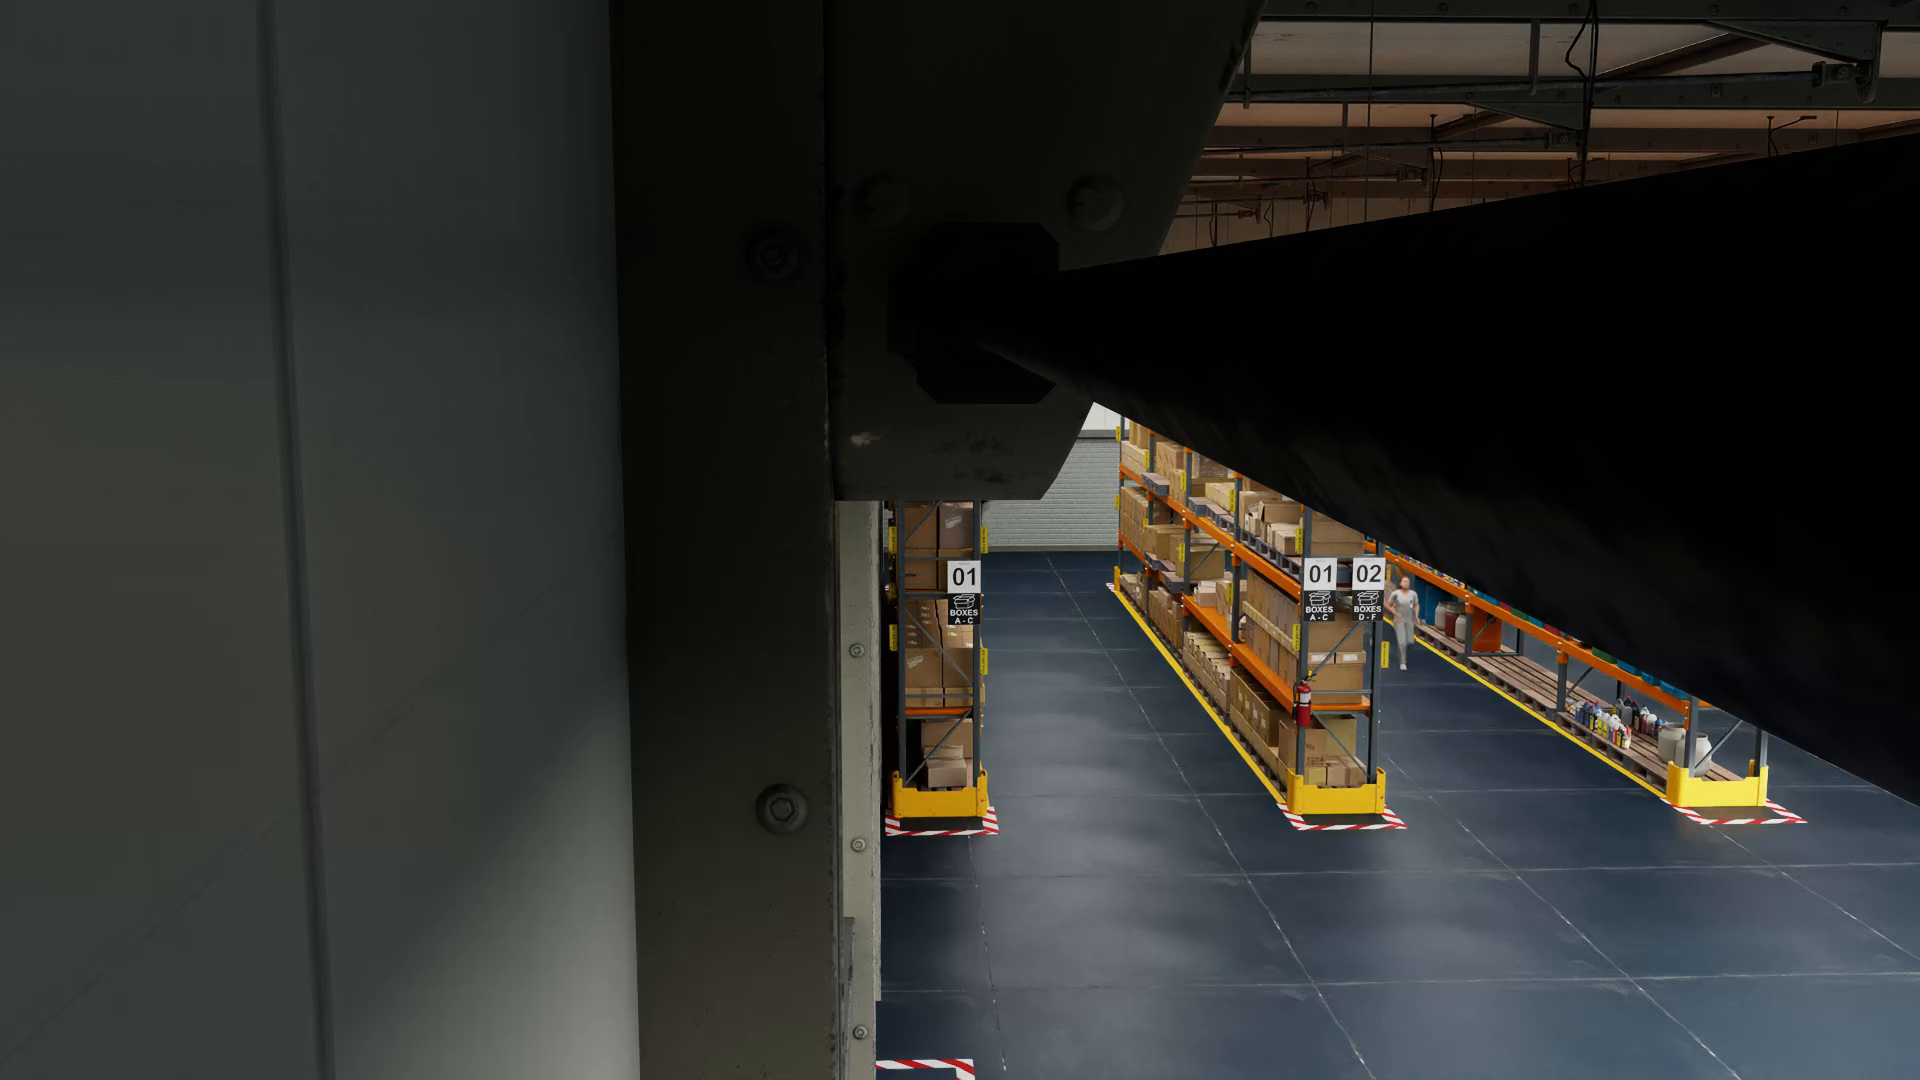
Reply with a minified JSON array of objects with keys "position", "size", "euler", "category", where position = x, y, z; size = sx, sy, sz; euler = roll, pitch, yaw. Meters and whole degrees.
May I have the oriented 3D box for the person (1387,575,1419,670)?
[{"position":[7.660,1.409,28.735],"size":[0.566,1.630,0.572],"euler":[0,8,2],"category":"person"}]
